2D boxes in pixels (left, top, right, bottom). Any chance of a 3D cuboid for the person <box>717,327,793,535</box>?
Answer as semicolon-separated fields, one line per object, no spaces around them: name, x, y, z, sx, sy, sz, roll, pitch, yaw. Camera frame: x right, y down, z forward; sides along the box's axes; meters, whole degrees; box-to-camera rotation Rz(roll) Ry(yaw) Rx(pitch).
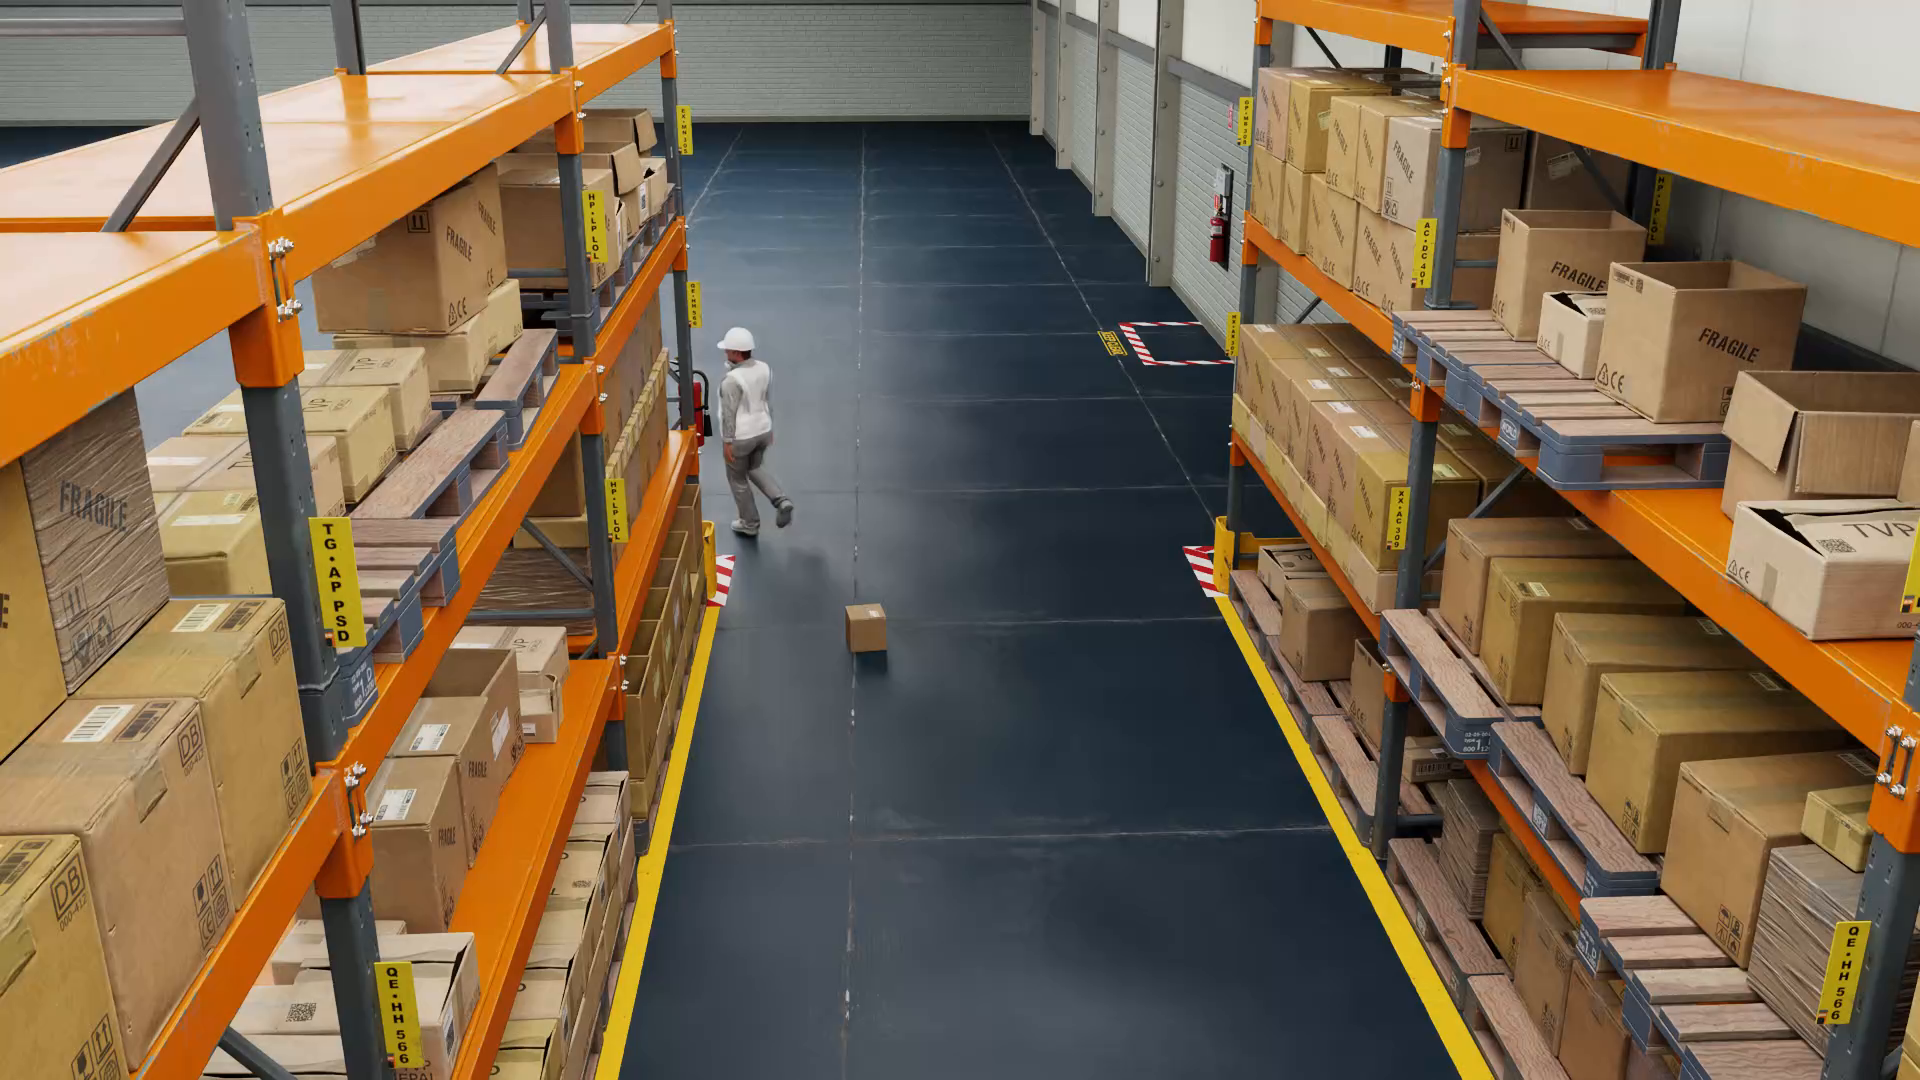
person;-1.695;-0.854;13.317;0.580;1.754;0.590;14;25;34
